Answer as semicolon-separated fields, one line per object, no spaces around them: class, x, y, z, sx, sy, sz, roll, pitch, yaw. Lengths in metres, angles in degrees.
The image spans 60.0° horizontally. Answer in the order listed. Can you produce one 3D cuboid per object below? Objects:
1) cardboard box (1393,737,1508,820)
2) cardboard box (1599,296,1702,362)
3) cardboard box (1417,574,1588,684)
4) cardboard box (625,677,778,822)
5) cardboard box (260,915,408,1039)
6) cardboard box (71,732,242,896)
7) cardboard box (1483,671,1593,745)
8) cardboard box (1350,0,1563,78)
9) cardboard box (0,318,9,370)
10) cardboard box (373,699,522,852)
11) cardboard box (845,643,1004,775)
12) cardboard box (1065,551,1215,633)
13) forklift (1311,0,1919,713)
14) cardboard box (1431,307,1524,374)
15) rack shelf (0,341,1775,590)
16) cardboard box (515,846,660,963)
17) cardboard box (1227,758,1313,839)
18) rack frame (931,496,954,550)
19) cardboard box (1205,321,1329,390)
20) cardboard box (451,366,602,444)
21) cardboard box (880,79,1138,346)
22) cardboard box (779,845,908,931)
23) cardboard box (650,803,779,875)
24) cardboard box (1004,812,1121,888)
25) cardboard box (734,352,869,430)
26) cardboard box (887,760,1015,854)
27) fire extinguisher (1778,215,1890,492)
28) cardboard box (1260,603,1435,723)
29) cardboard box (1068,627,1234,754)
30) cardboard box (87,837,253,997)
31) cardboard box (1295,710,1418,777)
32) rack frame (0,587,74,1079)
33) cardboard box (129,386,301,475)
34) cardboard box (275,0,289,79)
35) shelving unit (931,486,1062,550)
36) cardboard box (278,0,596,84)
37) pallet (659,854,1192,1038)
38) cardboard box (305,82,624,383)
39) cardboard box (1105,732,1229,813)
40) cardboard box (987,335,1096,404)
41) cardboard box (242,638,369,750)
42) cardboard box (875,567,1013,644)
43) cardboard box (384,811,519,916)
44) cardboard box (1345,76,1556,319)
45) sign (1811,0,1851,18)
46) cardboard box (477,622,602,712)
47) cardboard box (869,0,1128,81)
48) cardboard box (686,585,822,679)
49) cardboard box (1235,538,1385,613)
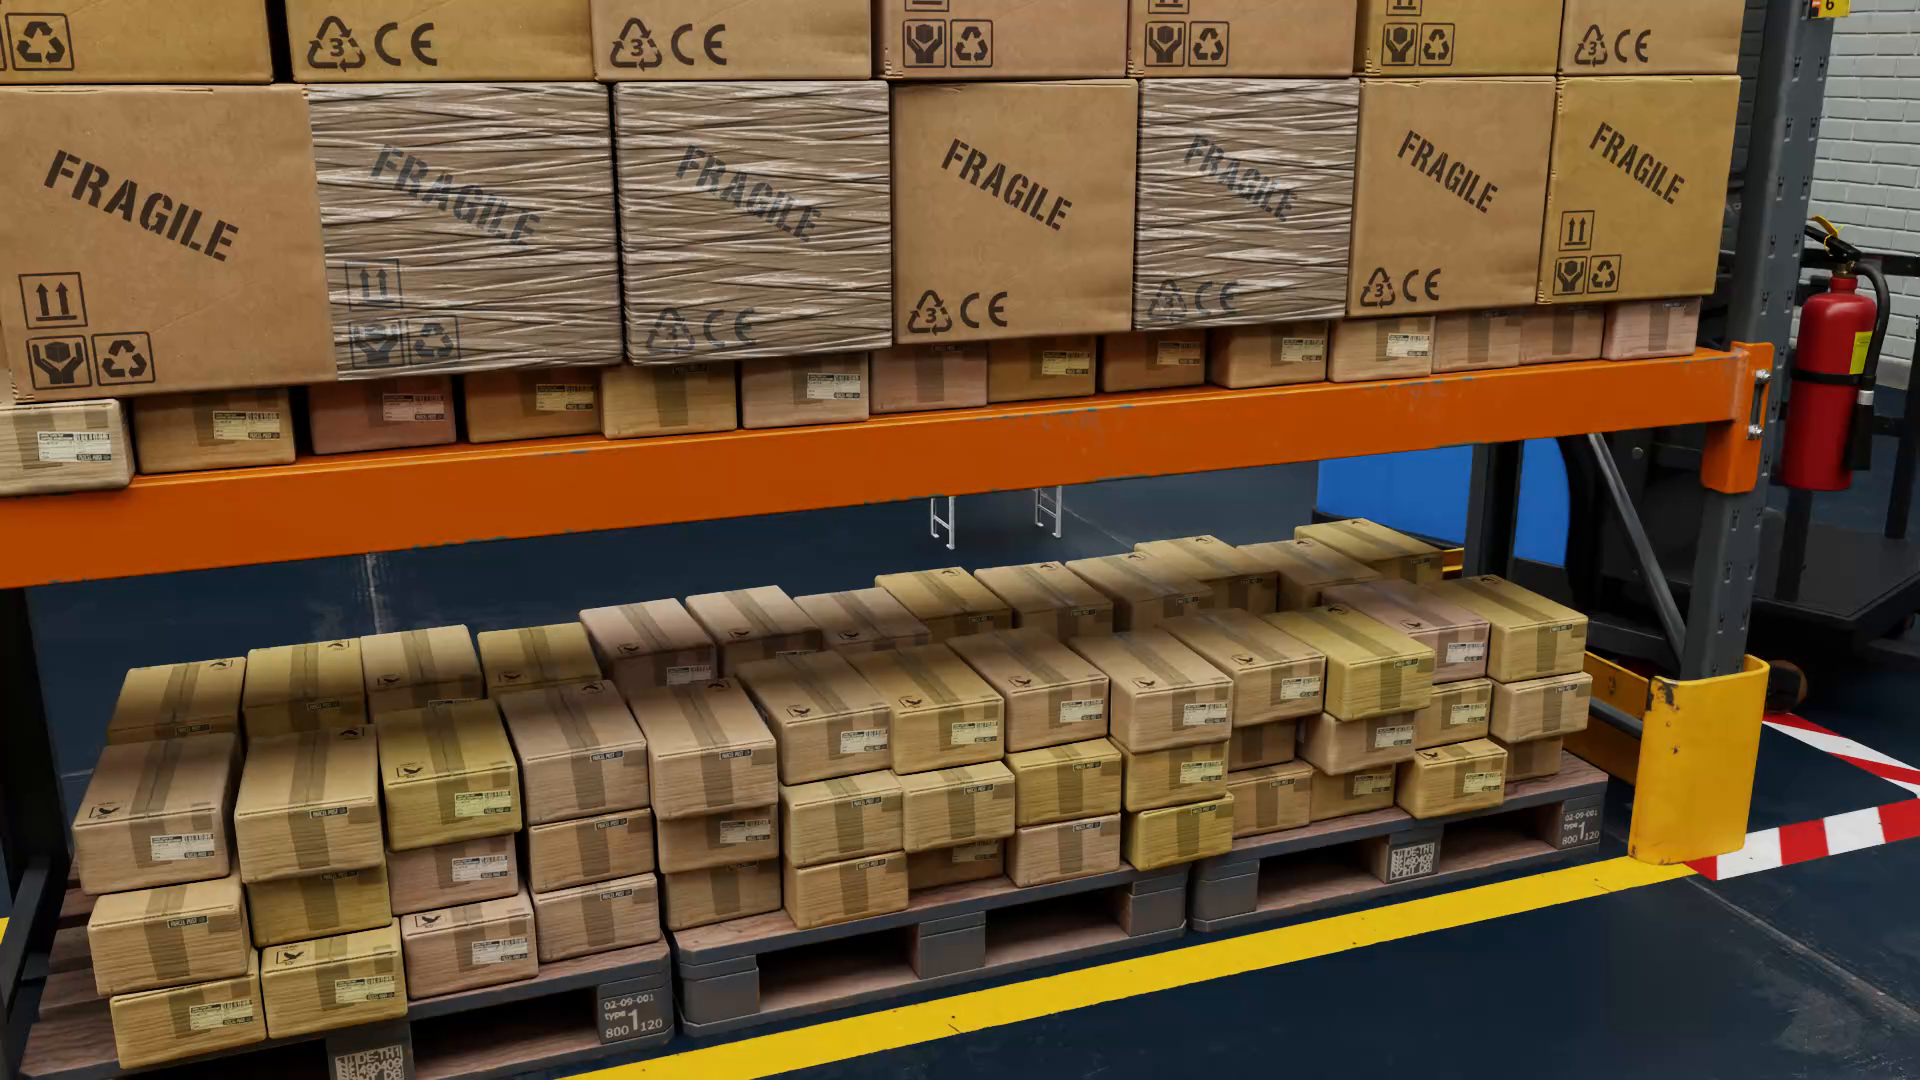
cardboard box;1.165;0.548;4.221;0.250;0.149;0.380;-6;17;-18
cardboard box;1.582;-0.551;4.096;0.250;0.149;0.380;-6;17;-20
cardboard box;1.382;0.222;4.275;0.250;0.149;0.380;-6;17;-19
cardboard box;-0.555;0.438;3.540;0.250;0.149;0.380;-6;17;-19
cardboard box;-1.246;0.812;3.323;0.250;0.149;0.380;-6;17;-18
cardboard box;-1.554;0.525;3.244;0.250;0.149;0.380;-5;17;-18
cardboard box;1.395;0.373;4.289;0.250;0.149;0.380;-7;18;-22
cardboard box;0.974;-1.286;3.675;0.500;0.500;0.500;-7;18;-22
cardboard box;-4.221;-0.803;7.533;0.875;0.875;1.225;-6;17;-20
cardboard box;-1.057;0.475;3.416;0.250;0.149;0.380;-6;18;-21
cardboard box;-0.085;0.375;3.757;0.250;0.149;0.380;-6;17;-20
cardboard box;0.477;0.164;4.475;0.250;0.149;0.380;-7;18;-23
forklift;2.743;-1.024;5.384;1.130;2.935;3.031;-15;22;-42
cardboard box;1.108;-0.506;3.944;0.250;0.149;0.380;-6;18;-21
rack shelf;-0.082;-0.232;3.840;4.000;0.370;1.077;-6;17;-20
cardboard box;-0.814;0.735;3.587;0.250;0.149;0.380;-7;18;-21
cardboard box;0.661;0.581;4.112;0.250;0.149;0.380;-6;17;-20
rack frame;-0.073;-0.568;6.902;0.015;1.200;0.240;-6;17;-20
cardboard box;0.621;-0.456;3.772;0.250;0.149;0.380;-7;18;-23
cardboard box;-0.868;-0.309;3.274;0.250;0.149;0.380;-7;18;-23
cardboard box;0.036;-0.704;3.468;0.500;0.500;0.500;-5;17;-17
cardboard box;-0.298;0.697;3.714;0.250;0.149;0.380;-7;18;-22
cardboard box;-0.560;0.565;3.637;0.250;0.149;0.380;-5;17;-18
cardboard box;0.183;0.645;3.892;0.250;0.149;0.380;-6;17;-19
cardboard box;-0.356;-0.343;3.387;0.250;0.149;0.380;-5;17;-18
cardboard box;-0.062;0.538;3.729;0.250;0.149;0.380;-6;17;-20
fire extinguisher;2.186;-0.466;4.162;0.183;0.674;0.296;-6;17;-20
cardboard box;0.930;0.292;4.038;0.250;0.149;0.380;-7;18;-21
cardboard box;0.435;0.343;3.864;0.250;0.149;0.380;-5;17;-18
cardboard box;-1.497;0.696;3.191;0.250;0.149;0.380;-5;17;-18
cardboard box;0.910;0.426;4.109;0.250;0.149;0.380;-7;18;-22
rack frame;-1.950;-0.375;3.052;0.127;3.000;1.000;-6;17;-20
cardboard box;-1.353;-0.243;3.047;0.250;0.149;0.380;-6;17;-18
cardboard box;-1.608;-1.164;3.259;0.500;0.500;0.500;-7;18;-22
shelving unit;0.155;-0.592;6.986;0.503;1.200;0.258;-6;17;-20
cardboard box;-0.963;-1.083;2.984;0.500;0.500;0.500;-7;18;-22
pallet;-0.194;0.762;4.130;1.213;0.211;1.003;-6;17;-20
cardboard box;-0.938;-0.601;3.117;0.500;0.500;0.500;-6;17;-20
cardboard box;0.431;0.482;3.920;0.250;0.149;0.380;-6;17;-19
cardboard box;0.106;-0.413;3.627;0.250;0.149;0.380;-6;17;-19
cardboard box;-1.486;0.365;3.790;0.250;0.149;0.380;-6;17;-19
cardboard box;-0.047;0.204;4.339;0.250;0.149;0.380;-6;17;-19
cardboard box;-1.078;0.613;3.474;0.250;0.149;0.380;-6;17;-20
cardboard box;0.975;-0.806;3.813;0.500;0.500;0.500;-6;18;-21
sign;1.965;-1.338;3.714;0.005;0.325;0.100;-6;17;-20
cardboard box;-0.986;0.333;3.901;0.250;0.149;0.380;-6;17;-18
cardboard box;-0.001;-1.177;3.304;0.500;0.500;0.500;-7;18;-22
cardboard box;-0.519;0.251;4.180;0.250;0.149;0.380;-7;18;-22
cardboard box;0.960;0.125;4.606;0.250;0.149;0.380;-6;17;-19
